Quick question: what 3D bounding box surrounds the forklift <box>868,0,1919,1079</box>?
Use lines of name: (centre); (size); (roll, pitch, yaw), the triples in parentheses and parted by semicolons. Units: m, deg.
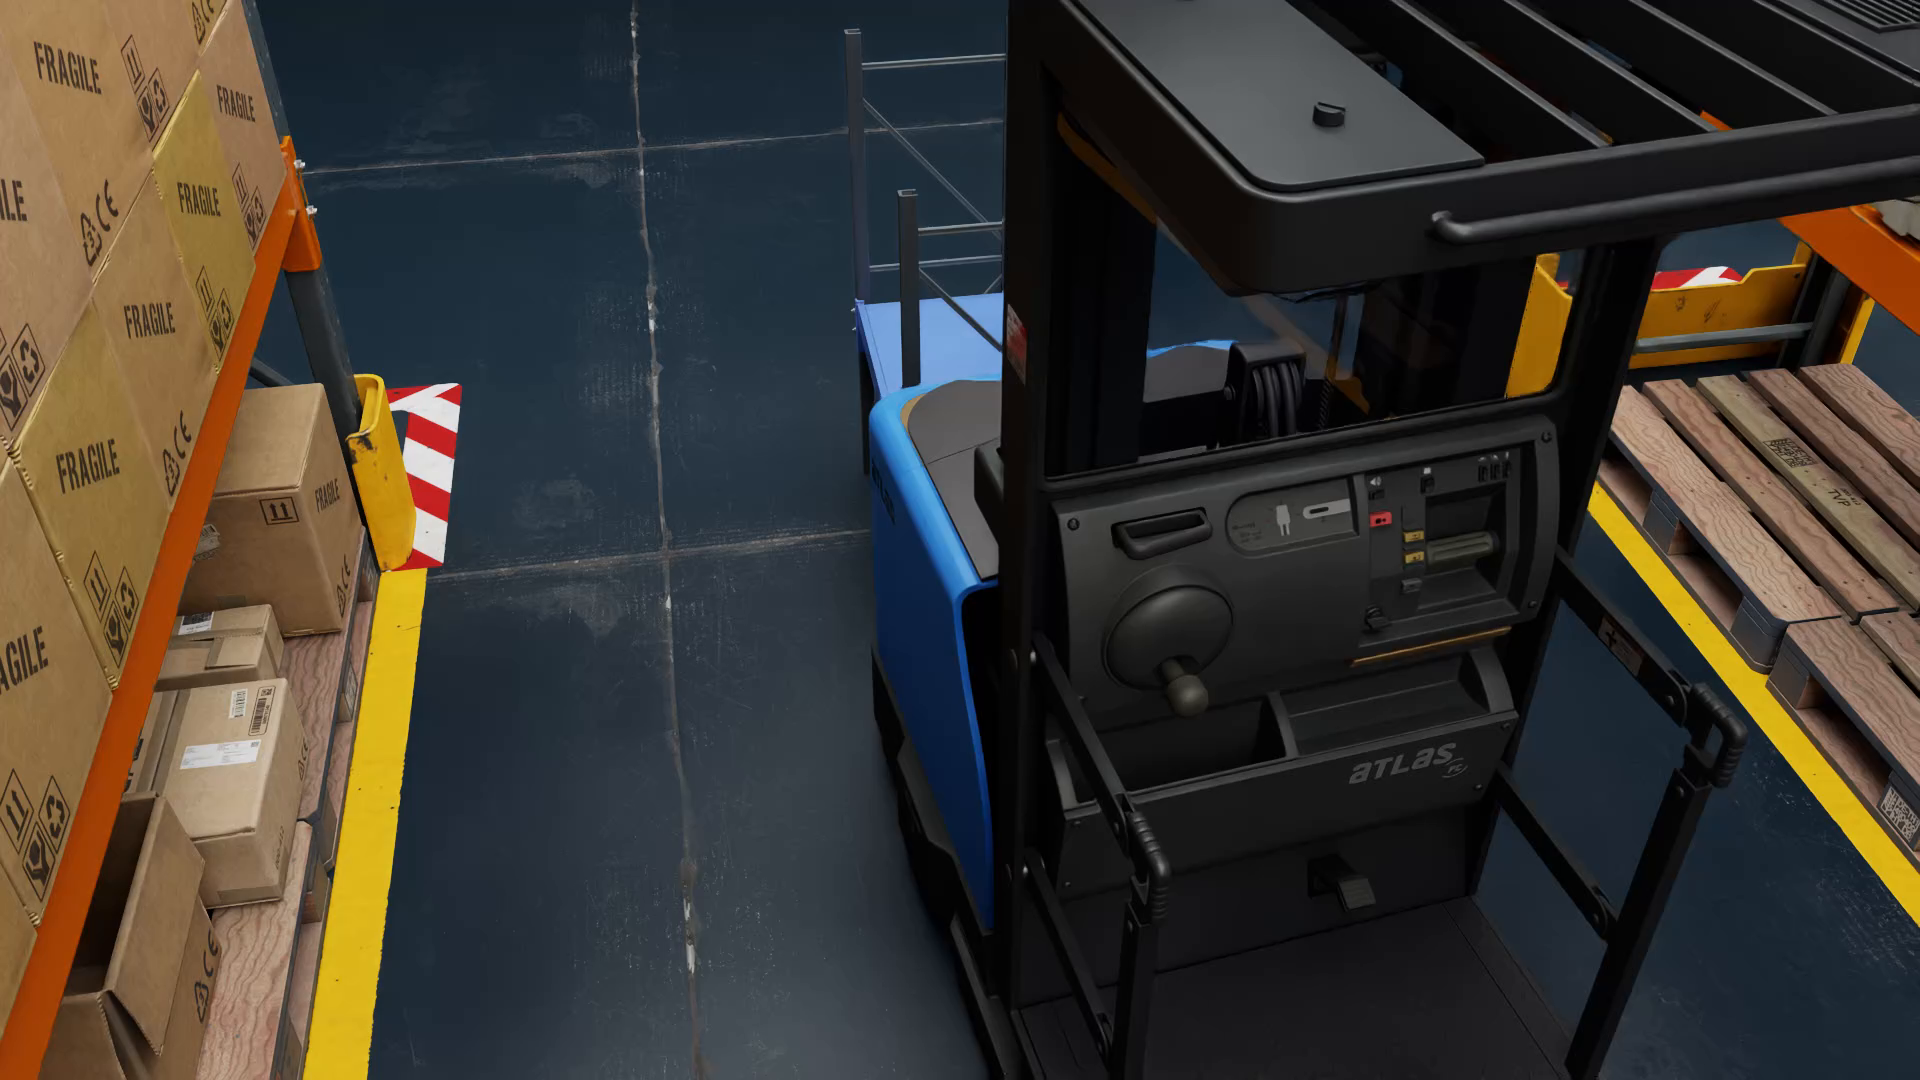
forklift: (0.678, 0.119, 2.708); (1.130, 2.935, 3.031); (-10, 39, -13)

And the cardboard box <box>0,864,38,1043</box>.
cardboard box: (-1.533, 0.547, 2.020); (0.500, 0.500, 0.500); (-6, 38, -7)

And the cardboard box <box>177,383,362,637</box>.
cardboard box: (-1.983, -0.068, 4.572); (0.500, 0.500, 0.500); (-6, 38, -8)

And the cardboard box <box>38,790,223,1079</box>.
cardboard box: (-1.954, 0.910, 3.309); (0.797, 0.503, 0.637); (-6, 38, -8)

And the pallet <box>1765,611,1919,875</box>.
pallet: (2.874, 0.625, 4.274); (1.003, 0.211, 1.213); (-6, 38, -8)

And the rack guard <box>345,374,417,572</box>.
rack guard: (-2.307, -0.150, 5.036); (1.175, 0.500, 0.348); (-6, 38, -8)

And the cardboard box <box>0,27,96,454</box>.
cardboard box: (-1.697, -0.451, 2.489); (0.500, 0.500, 0.500); (-5, 38, -7)

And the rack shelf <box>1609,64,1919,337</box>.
rack shelf: (2.907, -0.222, 3.677); (1.077, 0.370, 4.000); (-6, 38, -8)

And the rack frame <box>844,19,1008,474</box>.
rack frame: (-0.074, -0.848, 5.119); (0.500, 1.500, 0.032); (-6, 38, -8)

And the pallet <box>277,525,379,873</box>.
pallet: (-2.166, 0.445, 4.505); (1.003, 0.211, 1.213); (-6, 38, -8)

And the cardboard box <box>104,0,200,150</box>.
cardboard box: (-1.882, -1.074, 3.290); (0.500, 0.500, 0.500); (-5, 38, -7)

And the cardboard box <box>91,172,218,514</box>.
cardboard box: (-1.798, -0.367, 3.196); (0.500, 0.500, 0.500); (-6, 38, -8)

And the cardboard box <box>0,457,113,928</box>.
cardboard box: (-1.619, 0.245, 2.409); (0.500, 0.500, 0.500); (-6, 38, -8)

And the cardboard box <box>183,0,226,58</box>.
cardboard box: (-1.972, -1.379, 3.683); (0.500, 0.500, 0.500); (-7, 38, -8)

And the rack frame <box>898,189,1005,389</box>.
rack frame: (0.104, -0.234, 4.328); (0.500, 1.500, 0.032); (-6, 38, -8)

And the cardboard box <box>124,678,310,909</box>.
cardboard box: (-1.846, 0.608, 3.906); (0.500, 0.250, 0.500); (-6, 38, -8)

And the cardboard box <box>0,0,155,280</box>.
cardboard box: (-1.787, -0.761, 2.888); (0.500, 0.500, 0.500); (-5, 38, -7)

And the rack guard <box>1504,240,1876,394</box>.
rack guard: (2.540, -0.740, 5.795); (1.175, 0.500, 0.348); (-6, 38, -8)

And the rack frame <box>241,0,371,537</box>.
rack frame: (-2.321, -1.184, 4.328); (1.000, 3.000, 0.127); (-6, 38, -8)

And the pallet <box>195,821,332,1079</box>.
pallet: (-1.956, 1.180, 3.559); (1.003, 0.211, 1.213); (-6, 38, -8)

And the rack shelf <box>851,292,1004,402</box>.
rack shelf: (0.015, -0.399, 4.834); (0.538, 0.185, 1.000); (-6, 38, -8)

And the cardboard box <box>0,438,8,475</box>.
cardboard box: (-1.605, -0.139, 2.087); (0.500, 0.500, 0.500); (-7, 38, -9)

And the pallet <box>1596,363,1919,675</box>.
pallet: (2.663, -0.111, 5.220); (1.003, 0.211, 1.213); (-6, 38, -8)

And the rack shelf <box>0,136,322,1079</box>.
rack shelf: (-1.970, 0.309, 2.994); (1.077, 0.370, 4.000); (-6, 38, -8)

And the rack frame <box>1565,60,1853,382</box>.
rack frame: (2.557, -1.714, 5.011); (1.000, 3.000, 0.127); (-6, 38, -8)

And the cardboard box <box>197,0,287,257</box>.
cardboard box: (-1.974, -0.982, 3.987); (0.500, 0.500, 0.500); (-5, 38, -7)

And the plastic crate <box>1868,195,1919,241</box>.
plastic crate: (2.370, -0.837, 4.048); (0.250, 0.136, 0.298); (-6, 38, -8)

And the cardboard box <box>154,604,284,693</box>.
cardboard box: (-2.000, 0.318, 4.347); (0.380, 0.166, 0.250); (-6, 38, -8)

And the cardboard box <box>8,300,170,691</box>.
cardboard box: (-1.709, -0.062, 2.804); (0.500, 0.500, 0.500); (-7, 38, -9)

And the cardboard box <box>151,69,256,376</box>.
cardboard box: (-1.880, -0.669, 3.584); (0.500, 0.500, 0.500); (-6, 38, -8)

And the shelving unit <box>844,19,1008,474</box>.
shelving unit: (0.015, -0.541, 4.724); (0.538, 1.500, 1.048); (-6, 38, -8)
